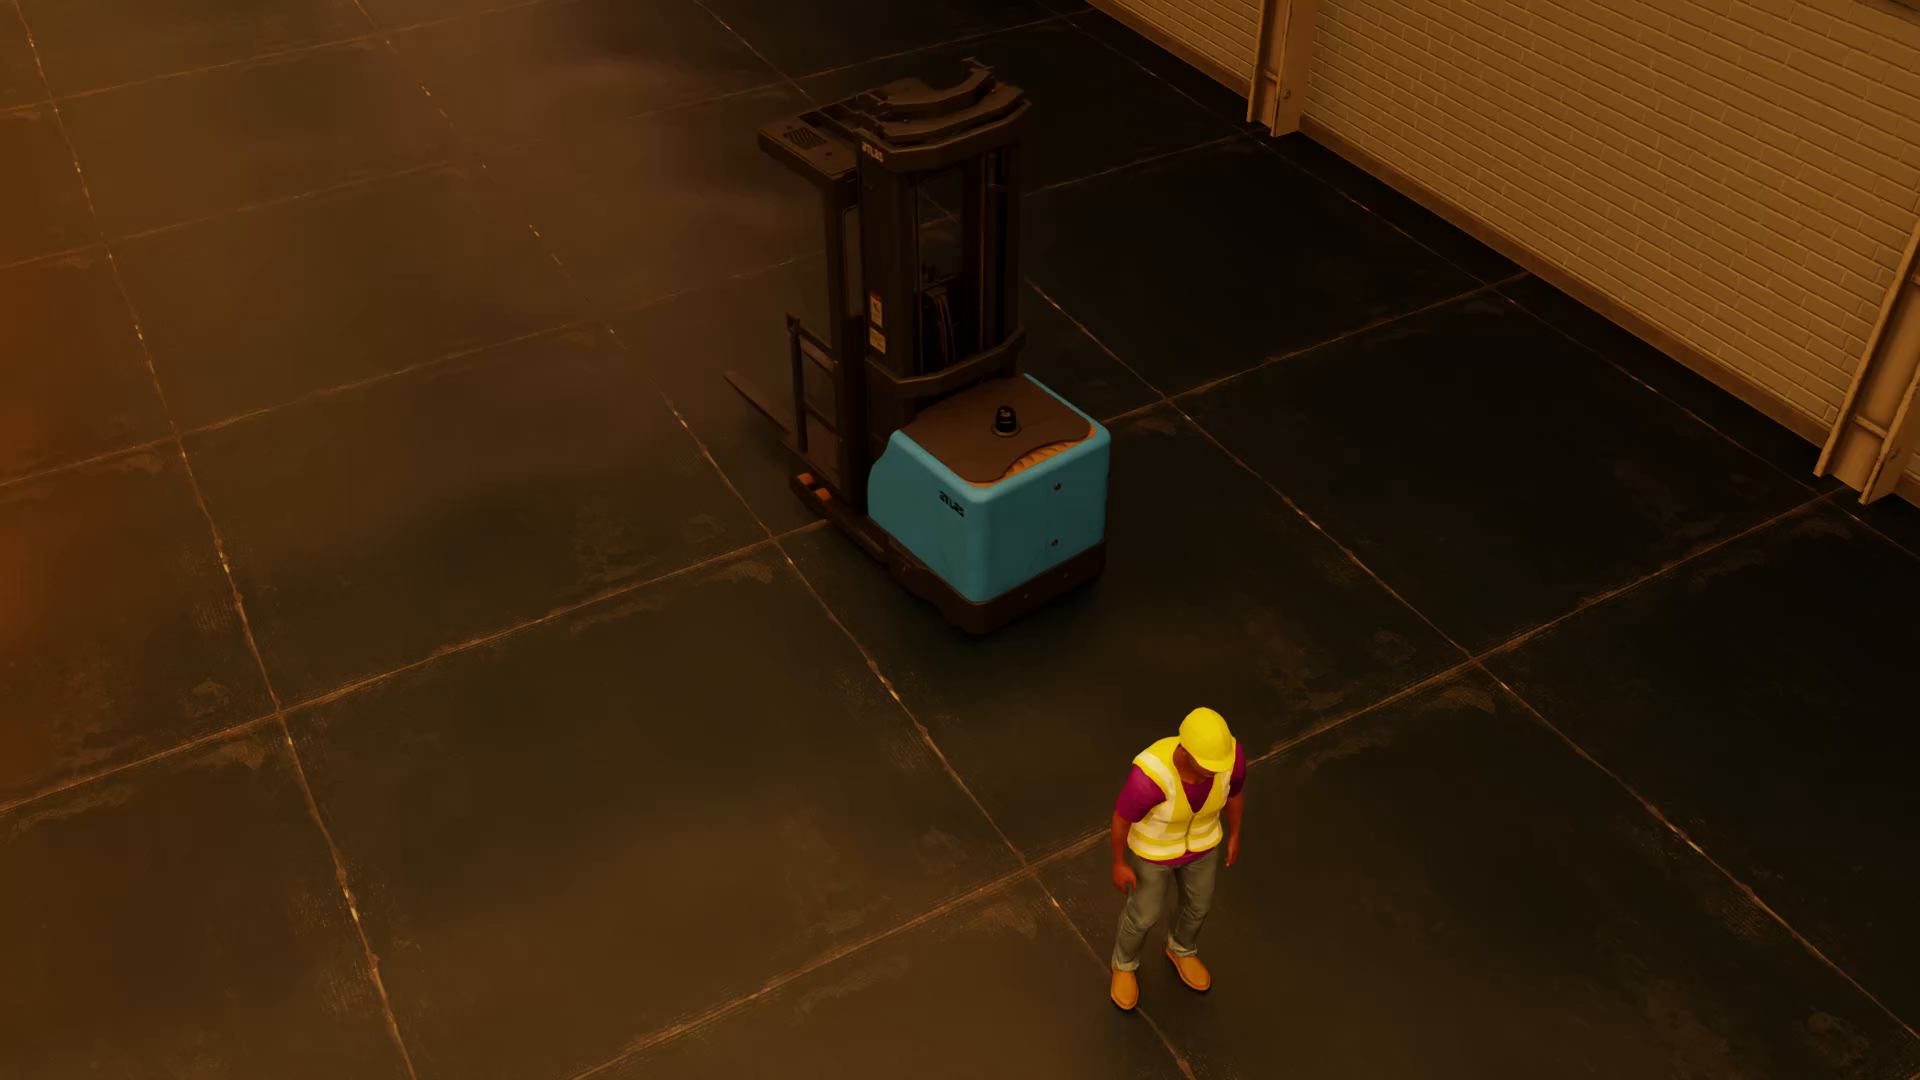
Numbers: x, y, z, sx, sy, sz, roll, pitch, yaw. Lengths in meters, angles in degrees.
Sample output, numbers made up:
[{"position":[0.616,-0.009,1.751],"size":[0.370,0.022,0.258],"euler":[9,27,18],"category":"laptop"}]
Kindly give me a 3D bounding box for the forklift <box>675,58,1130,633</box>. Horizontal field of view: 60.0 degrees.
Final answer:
[{"position":[-0.481,-1.366,9.683],"size":[3.031,2.935,1.130],"euler":[26,46,28],"category":"forklift"}]

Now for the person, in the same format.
[{"position":[0.956,1.367,7.308],"size":[0.631,1.760,0.463],"euler":[-10,41,-12],"category":"person"}]
